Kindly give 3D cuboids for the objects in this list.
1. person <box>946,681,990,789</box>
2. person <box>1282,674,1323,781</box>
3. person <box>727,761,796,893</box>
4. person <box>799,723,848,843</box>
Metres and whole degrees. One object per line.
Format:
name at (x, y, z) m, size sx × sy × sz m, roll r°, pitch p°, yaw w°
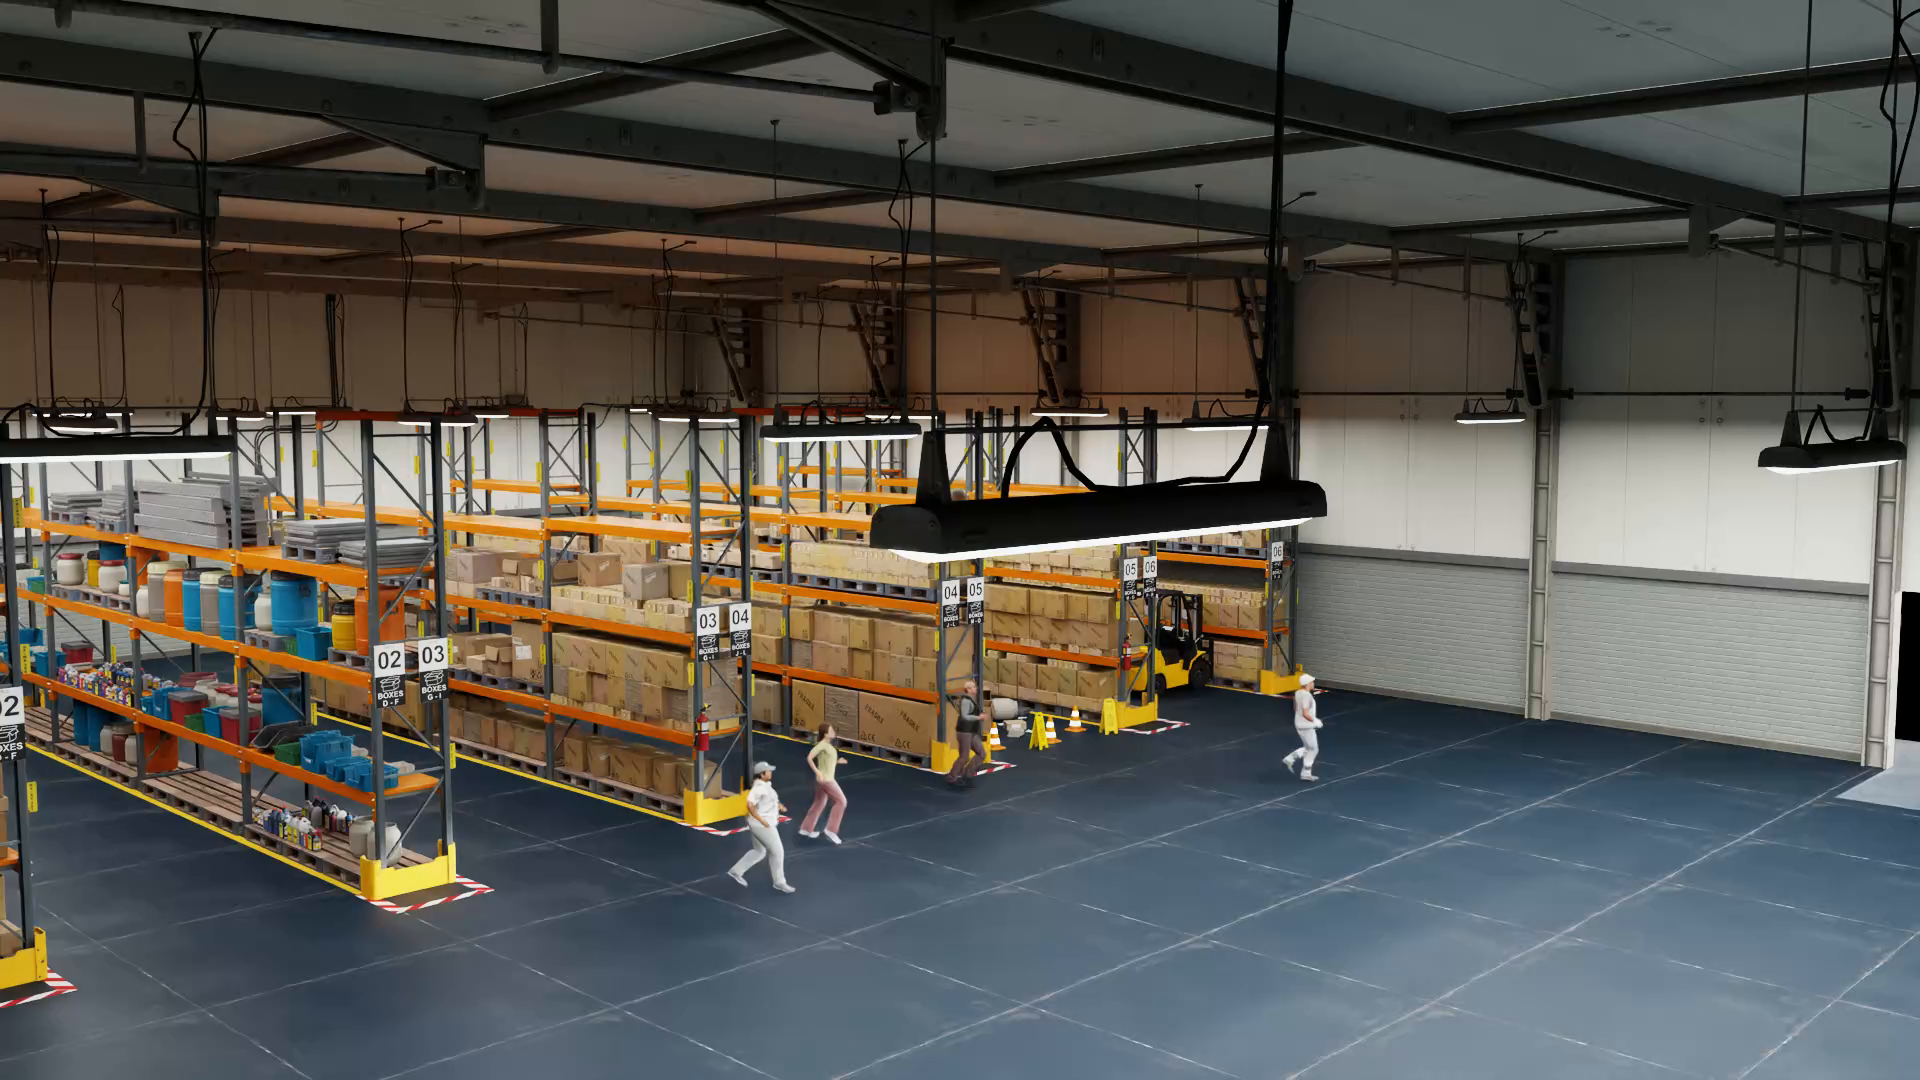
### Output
person at (0.157, 3.133, 26.683) m, size 0.703 × 1.743 × 0.659 m, roll 1°, pitch 5°, yaw 13°
person at (5.583, 3.057, 27.116) m, size 0.596 × 1.751 × 0.666 m, roll 0°, pitch 5°, yaw -1°
person at (-2.511, 3.638, 21.058) m, size 0.832 × 1.685 × 0.606 m, roll -1°, pitch 5°, yaw -11°
person at (-1.934, 3.433, 23.480) m, size 0.702 × 1.689 × 0.550 m, roll 0°, pitch 5°, yaw -3°
